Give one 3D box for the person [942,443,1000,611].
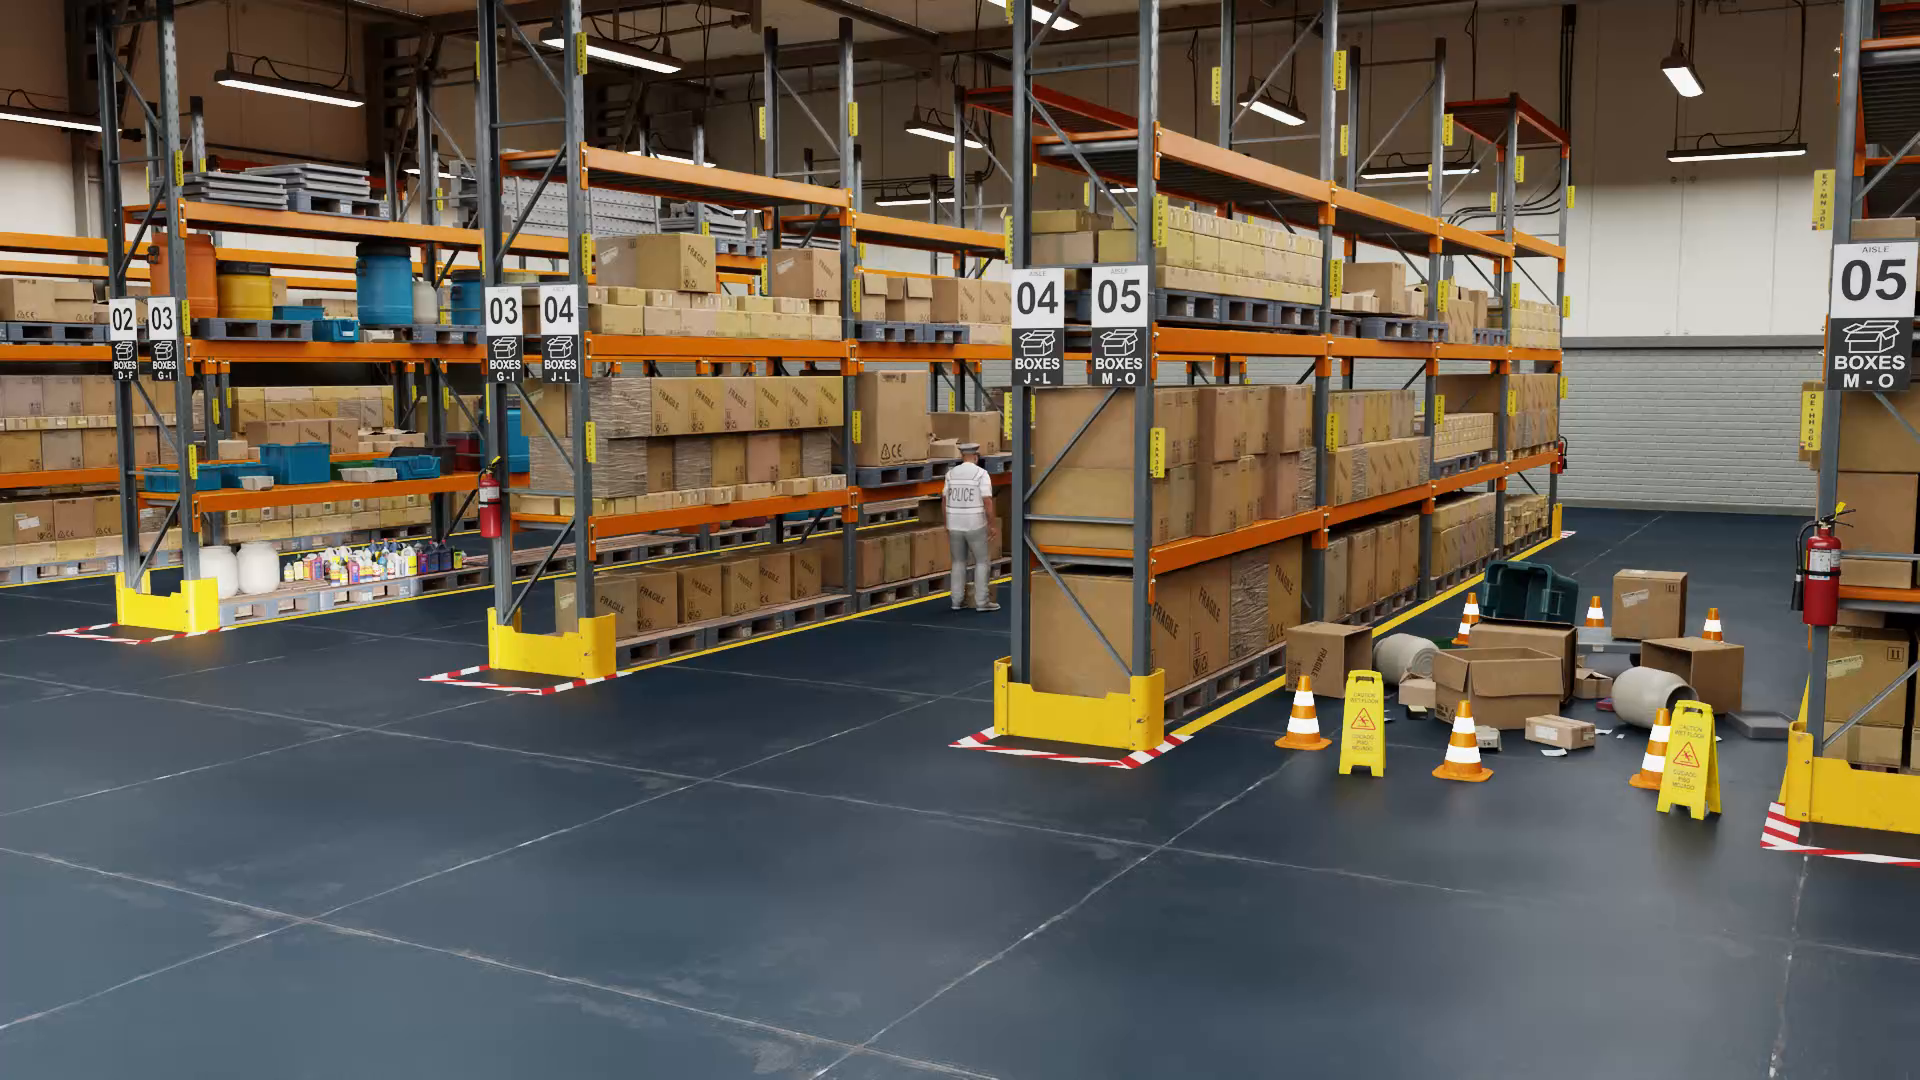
[{"bbox_3d":[0.088,-0.135,17.399,0.597,1.748,0.432,3,7,27],"label":"person"}]
